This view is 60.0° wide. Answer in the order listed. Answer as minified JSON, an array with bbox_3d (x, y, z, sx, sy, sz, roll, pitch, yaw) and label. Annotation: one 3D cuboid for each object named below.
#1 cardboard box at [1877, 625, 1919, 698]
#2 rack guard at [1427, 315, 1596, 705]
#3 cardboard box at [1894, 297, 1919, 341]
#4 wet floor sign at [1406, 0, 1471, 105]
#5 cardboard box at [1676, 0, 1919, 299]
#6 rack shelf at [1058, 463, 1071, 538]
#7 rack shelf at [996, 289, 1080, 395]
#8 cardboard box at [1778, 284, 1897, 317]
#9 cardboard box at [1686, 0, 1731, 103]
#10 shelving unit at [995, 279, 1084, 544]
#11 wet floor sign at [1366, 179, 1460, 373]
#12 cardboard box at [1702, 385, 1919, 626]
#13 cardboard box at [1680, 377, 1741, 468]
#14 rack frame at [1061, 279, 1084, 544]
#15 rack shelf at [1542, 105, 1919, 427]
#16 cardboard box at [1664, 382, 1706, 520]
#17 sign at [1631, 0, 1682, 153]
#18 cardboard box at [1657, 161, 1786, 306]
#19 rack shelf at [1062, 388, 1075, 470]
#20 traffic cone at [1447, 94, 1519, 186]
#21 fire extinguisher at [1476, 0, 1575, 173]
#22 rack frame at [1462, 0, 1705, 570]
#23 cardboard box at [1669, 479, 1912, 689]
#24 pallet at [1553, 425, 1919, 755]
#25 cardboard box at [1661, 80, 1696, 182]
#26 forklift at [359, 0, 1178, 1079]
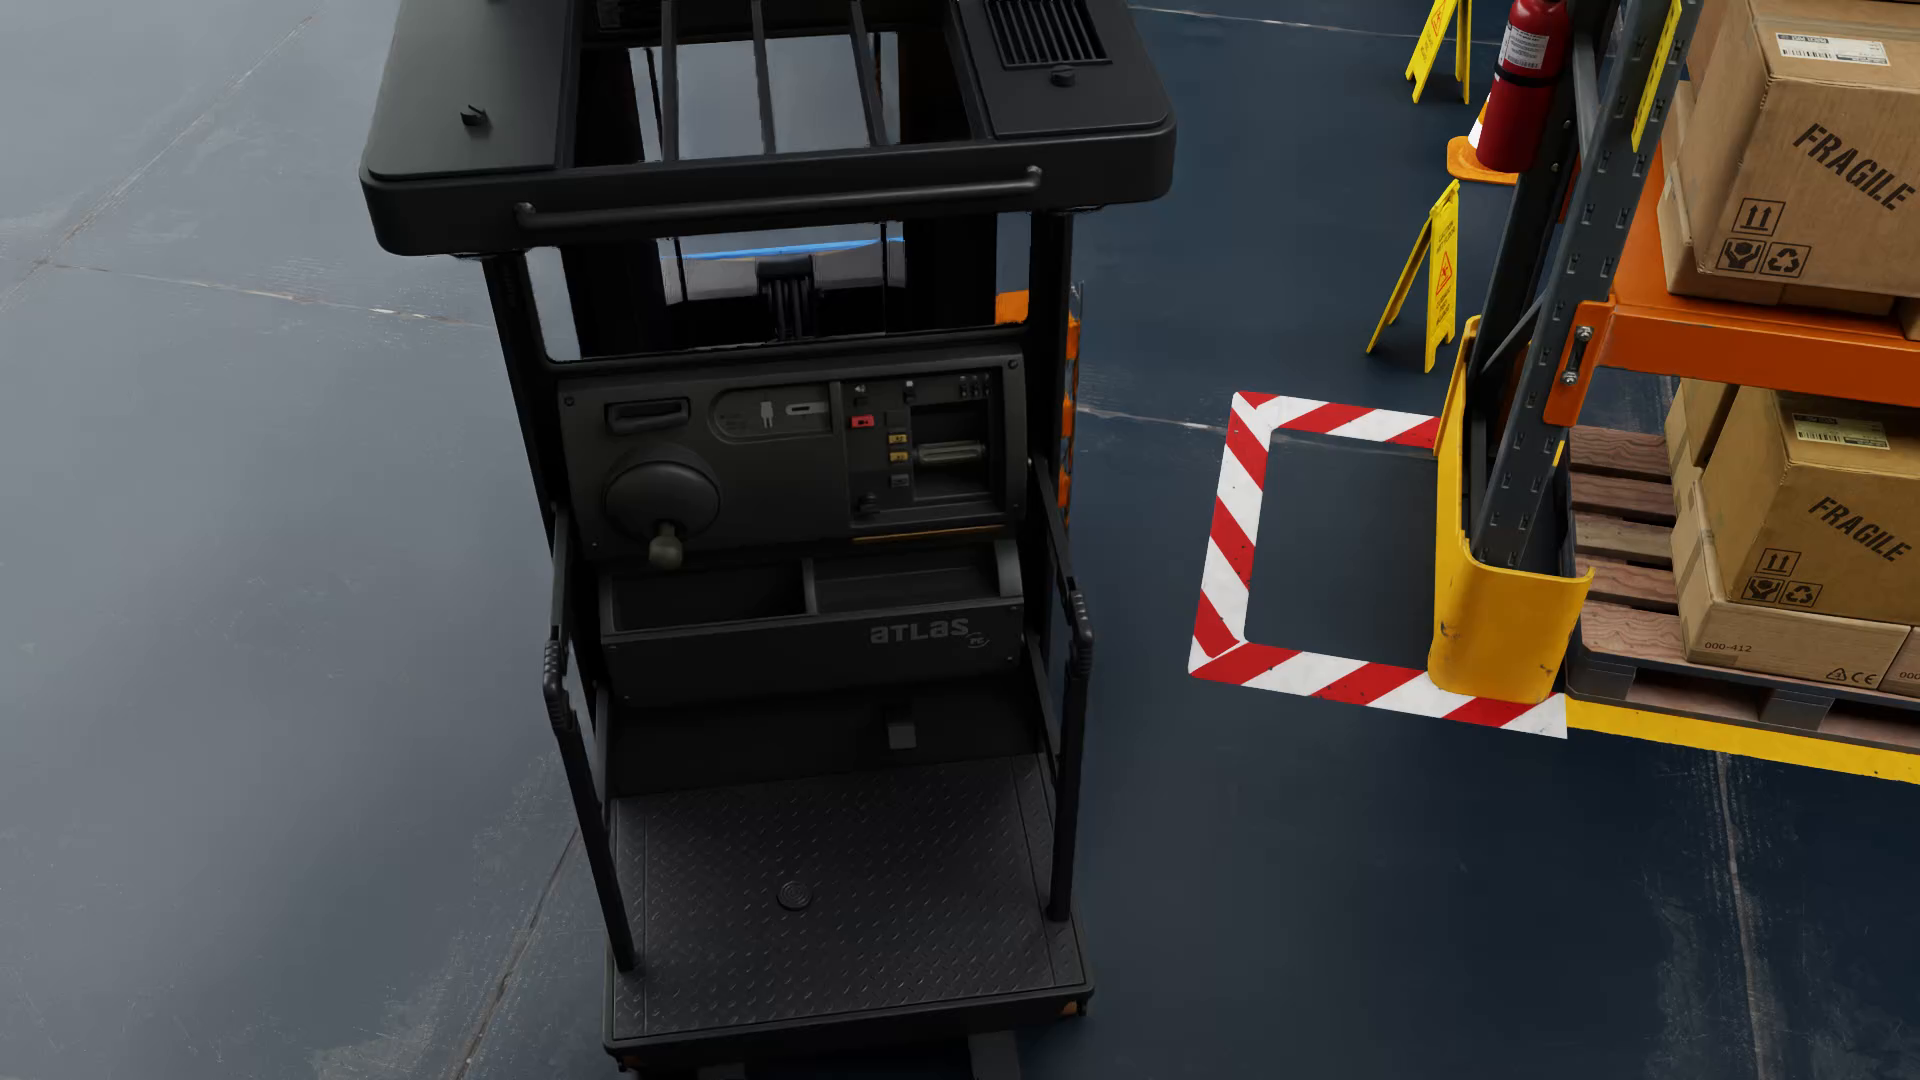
[{"bbox_3d":[2.796,0.198,4.561,0.500,0.250,0.500,10,45,11],"label":"cardboard box"},{"bbox_3d":[1.647,-0.121,5.015,0.348,0.500,1.175,9,45,9],"label":"rack guard"},{"bbox_3d":[2.349,-0.627,3.920,0.250,0.149,0.380,8,44,8],"label":"cardboard box"},{"bbox_3d":[2.094,-2.214,7.085,0.232,0.644,0.267,2,44,2],"label":"wet floor sign"},{"bbox_3d":[1.974,-0.917,3.753,0.500,0.500,0.500,8,45,8],"label":"cardboard box"},{"bbox_3d":[0.187,-0.149,5.064,0.240,0.259,0.215,-10,45,-10],"label":"rack shelf"},{"bbox_3d":[0.187,-0.554,4.674,0.240,0.259,0.215,-10,45,-10],"label":"rack shelf"},{"bbox_3d":[2.108,-0.722,4.018,0.250,0.149,0.380,9,45,10],"label":"cardboard box"},{"bbox_3d":[2.162,-1.280,4.130,0.500,0.500,0.500,8,44,8],"label":"cardboard box"},{"bbox_3d":[0.187,-0.357,4.864,0.252,1.050,0.215,-10,45,-10],"label":"shelving unit"},{"bbox_3d":[1.621,-0.937,5.759,0.232,0.644,0.267,24,49,23],"label":"wet floor sign"},{"bbox_3d":[2.323,-0.151,4.383,0.500,0.500,0.500,7,44,8],"label":"cardboard box"},{"bbox_3d":[2.411,-0.519,4.765,0.500,0.500,0.500,9,45,9],"label":"cardboard box"},{"bbox_3d":[0.305,-0.377,4.885,0.008,1.050,0.200,-10,45,-10],"label":"rack frame"},{"bbox_3d":[3.524,-0.471,4.095,4.000,0.370,1.077,9,45,9],"label":"rack shelf"},{"bbox_3d":[2.444,-0.249,5.026,0.500,0.250,0.500,9,45,9],"label":"cardboard box"},{"bbox_3d":[1.454,-0.977,3.478,0.005,0.325,0.100,9,45,9],"label":"sign"},{"bbox_3d":[1.859,-0.751,4.048,0.250,0.149,0.380,9,45,9],"label":"cardboard box"},{"bbox_3d":[0.187,-0.349,4.871,0.240,0.259,0.215,-10,45,-10],"label":"rack shelf"},{"bbox_3d":[2.184,-1.729,6.713,0.334,0.463,0.336,9,45,9],"label":"traffic cone"},{"bbox_3d":[1.561,-1.334,4.529,0.183,0.674,0.296,9,45,9],"label":"fire extinguisher"},{"bbox_3d":[1.573,-1.033,4.160,0.127,3.000,1.000,9,45,9],"label":"rack frame"},{"bbox_3d":[2.299,0.116,4.646,0.500,0.250,0.500,8,45,9],"label":"cardboard box"},{"bbox_3d":[2.432,0.130,4.962,1.213,0.211,1.003,9,45,9],"label":"pallet"},{"bbox_3d":[1.984,-1.030,4.339,0.250,0.149,0.380,10,45,10],"label":"cardboard box"},{"bbox_3d":[-0.297,-0.075,3.215,1.130,2.935,3.031,-5,44,-5],"label":"forklift"}]
